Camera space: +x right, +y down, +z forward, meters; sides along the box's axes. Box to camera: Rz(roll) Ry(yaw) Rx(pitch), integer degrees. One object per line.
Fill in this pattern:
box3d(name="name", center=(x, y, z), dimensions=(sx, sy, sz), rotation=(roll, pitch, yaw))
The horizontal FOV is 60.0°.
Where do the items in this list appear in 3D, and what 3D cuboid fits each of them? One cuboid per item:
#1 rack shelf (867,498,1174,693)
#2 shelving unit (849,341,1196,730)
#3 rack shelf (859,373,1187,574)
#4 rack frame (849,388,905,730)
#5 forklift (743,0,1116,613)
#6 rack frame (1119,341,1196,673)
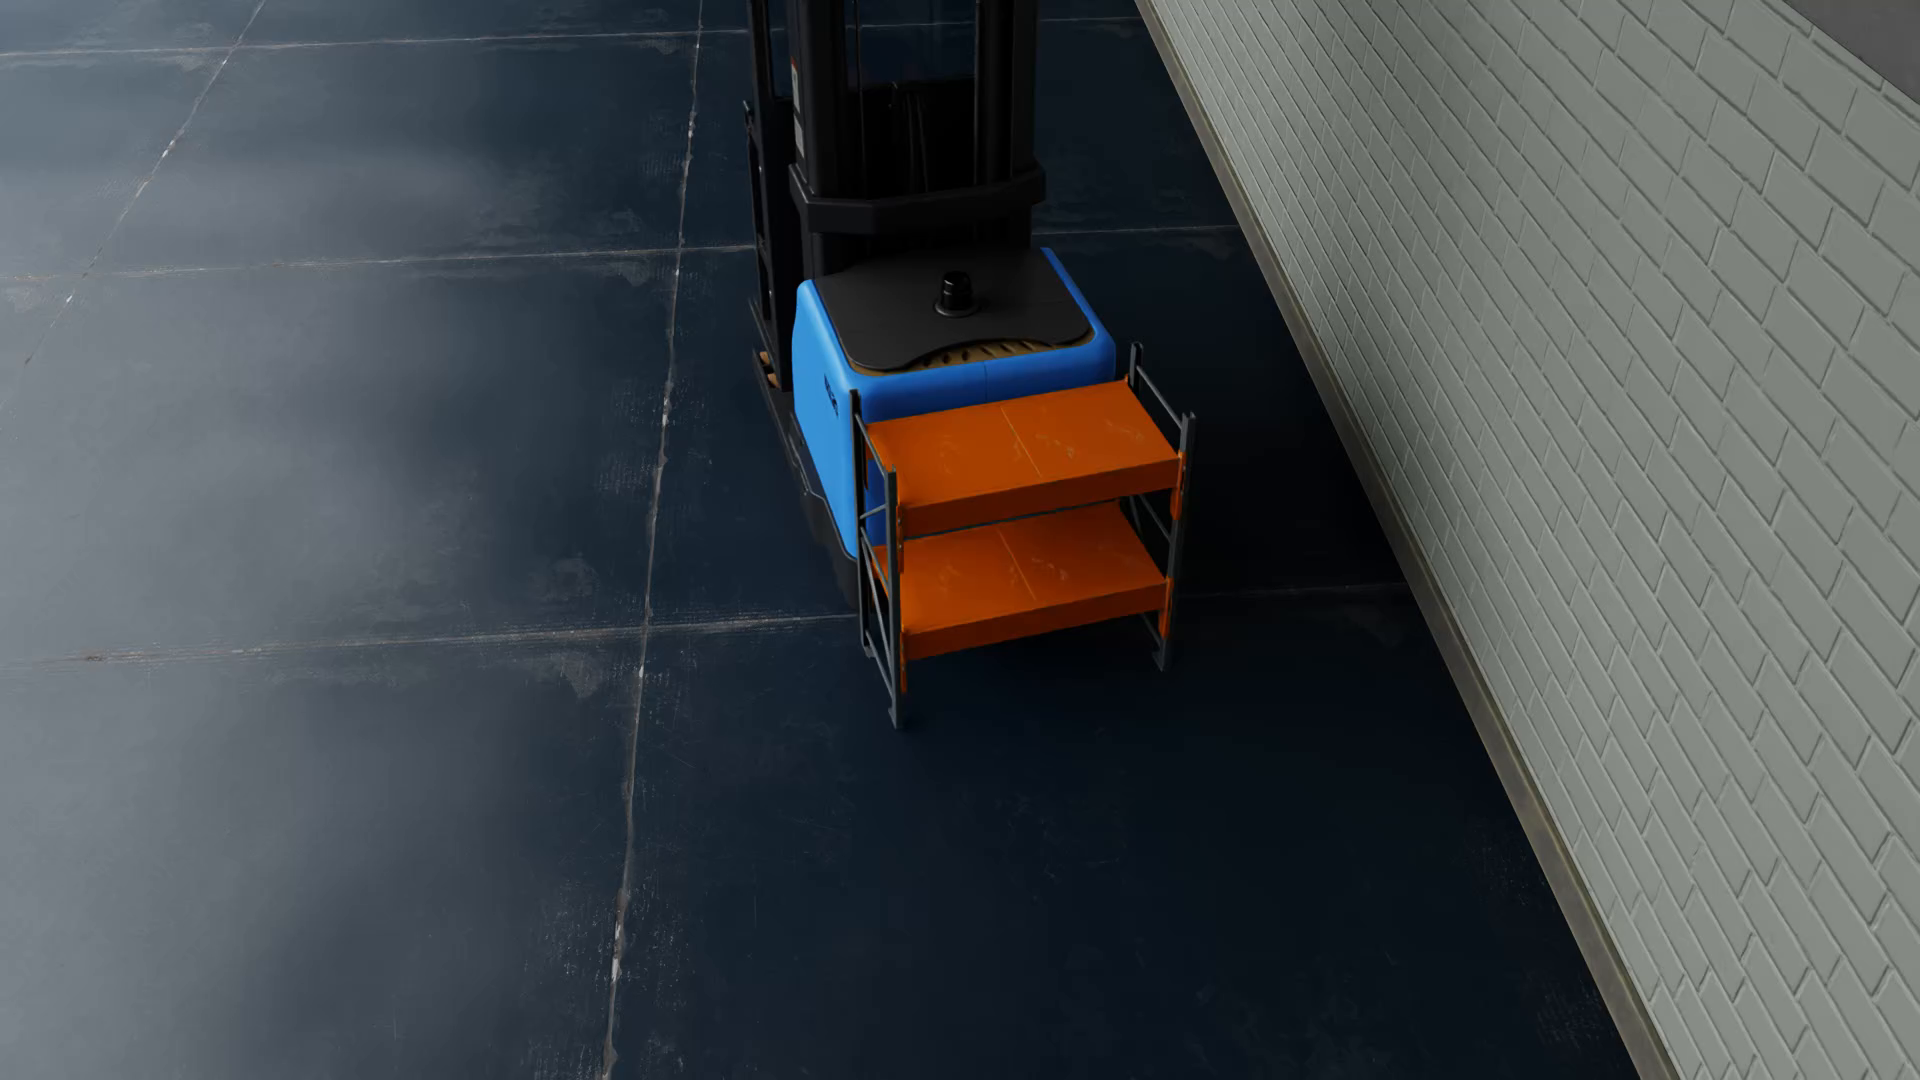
box3d(name="rack shelf", center=(0.200, 0.182, 6.006), dimensions=(1.000, 0.278, 0.538), rotation=(-11, 40, -13))
box3d(name="shelving unit", center=(0.200, -0.010, 5.854), dimensions=(1.048, 1.125, 0.538), rotation=(-11, 40, -13))
box3d(name="rack shelf", center=(0.200, -0.240, 5.673), dimensions=(1.000, 0.278, 0.538), rotation=(-11, 40, -13))
box3d(name="rack frame", center=(-0.285, 0.083, 5.737), dimensions=(0.032, 1.125, 0.500), rotation=(-11, 40, -13))
box3d(name="forklift", center=(-0.318, -1.795, 6.658), dimensions=(1.130, 2.935, 3.031), rotation=(-10, 39, -12))
box3d(name="rack frame", center=(0.686, -0.103, 5.972), dimensions=(0.032, 1.125, 0.500), rotation=(-11, 40, -13))
